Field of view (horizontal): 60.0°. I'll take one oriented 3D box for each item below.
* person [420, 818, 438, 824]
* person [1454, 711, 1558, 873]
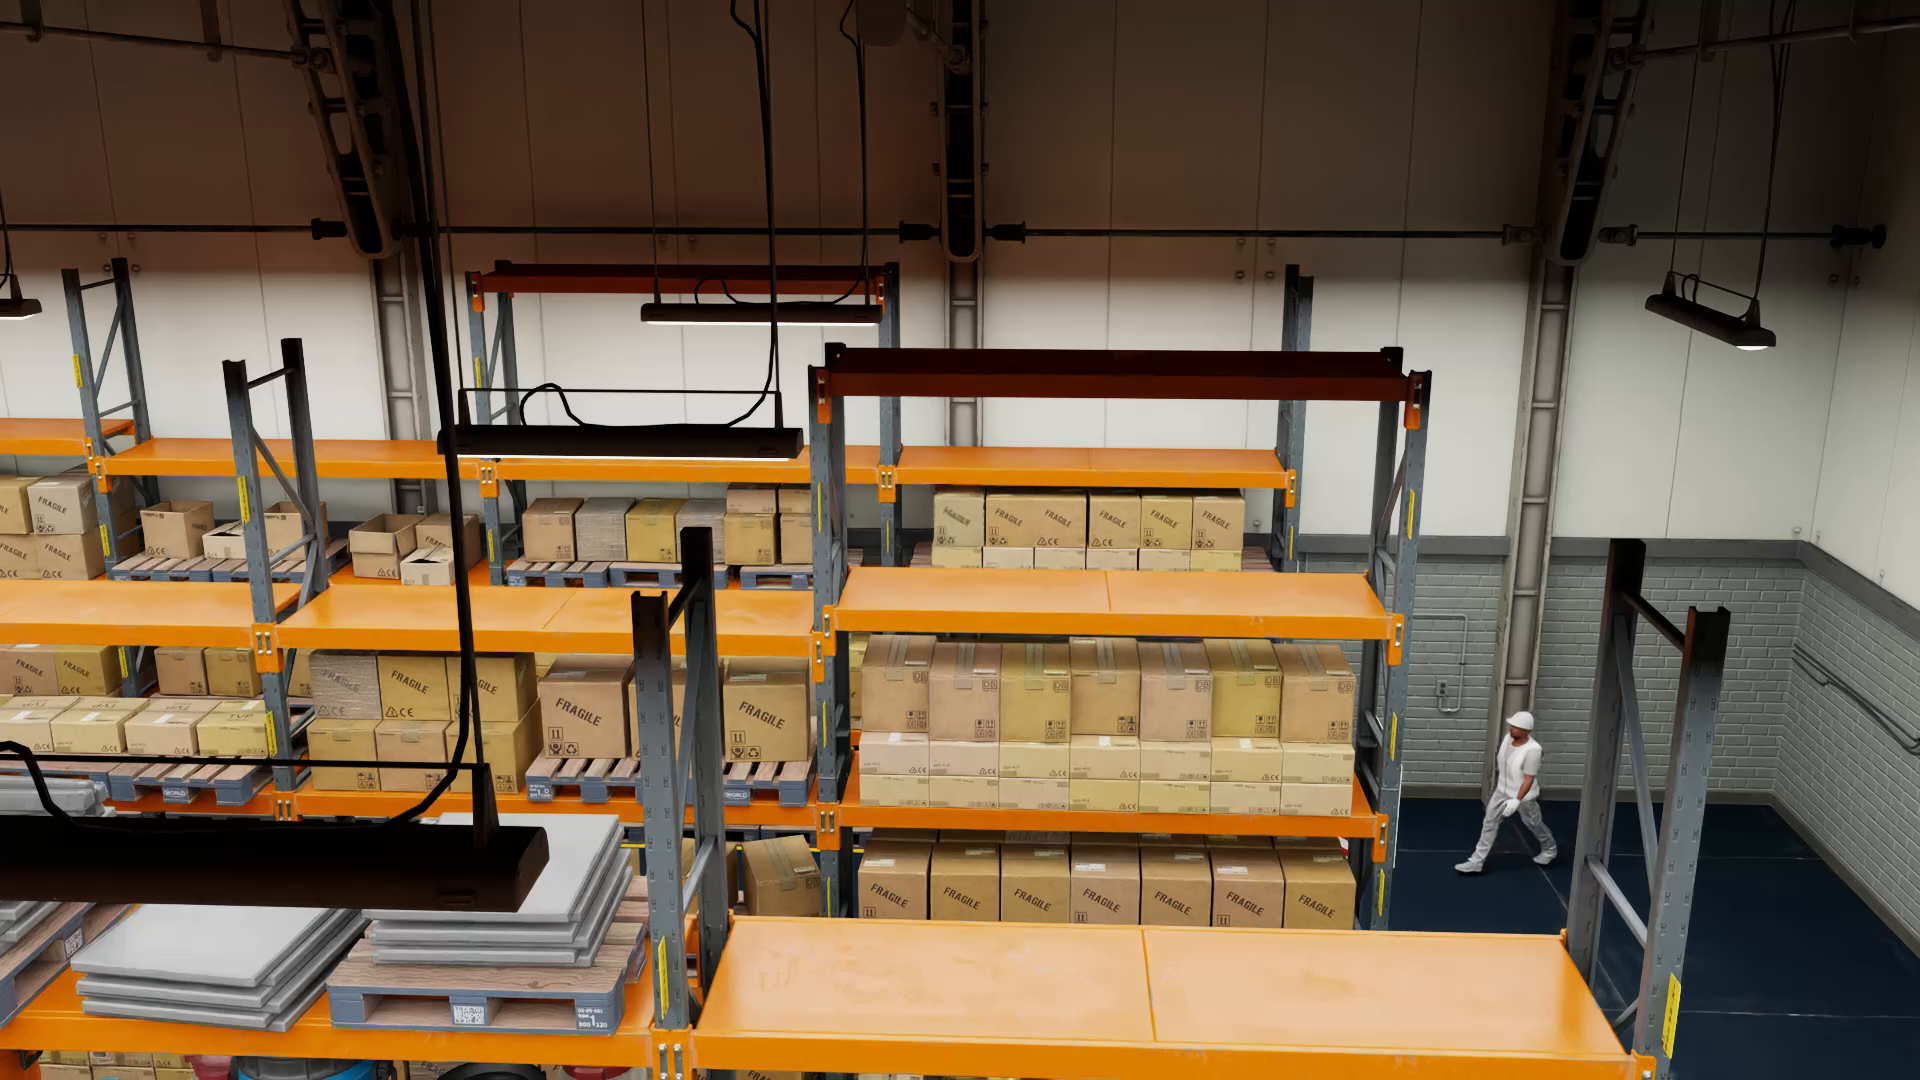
[{"bbox_3d":[-4.810,3.047,15.208,0.909,1.609,0.484,4,17,14],"label":"person"},{"bbox_3d":[5.570,2.532,16.729,1.119,1.724,0.564,-7,18,-24],"label":"person"}]
